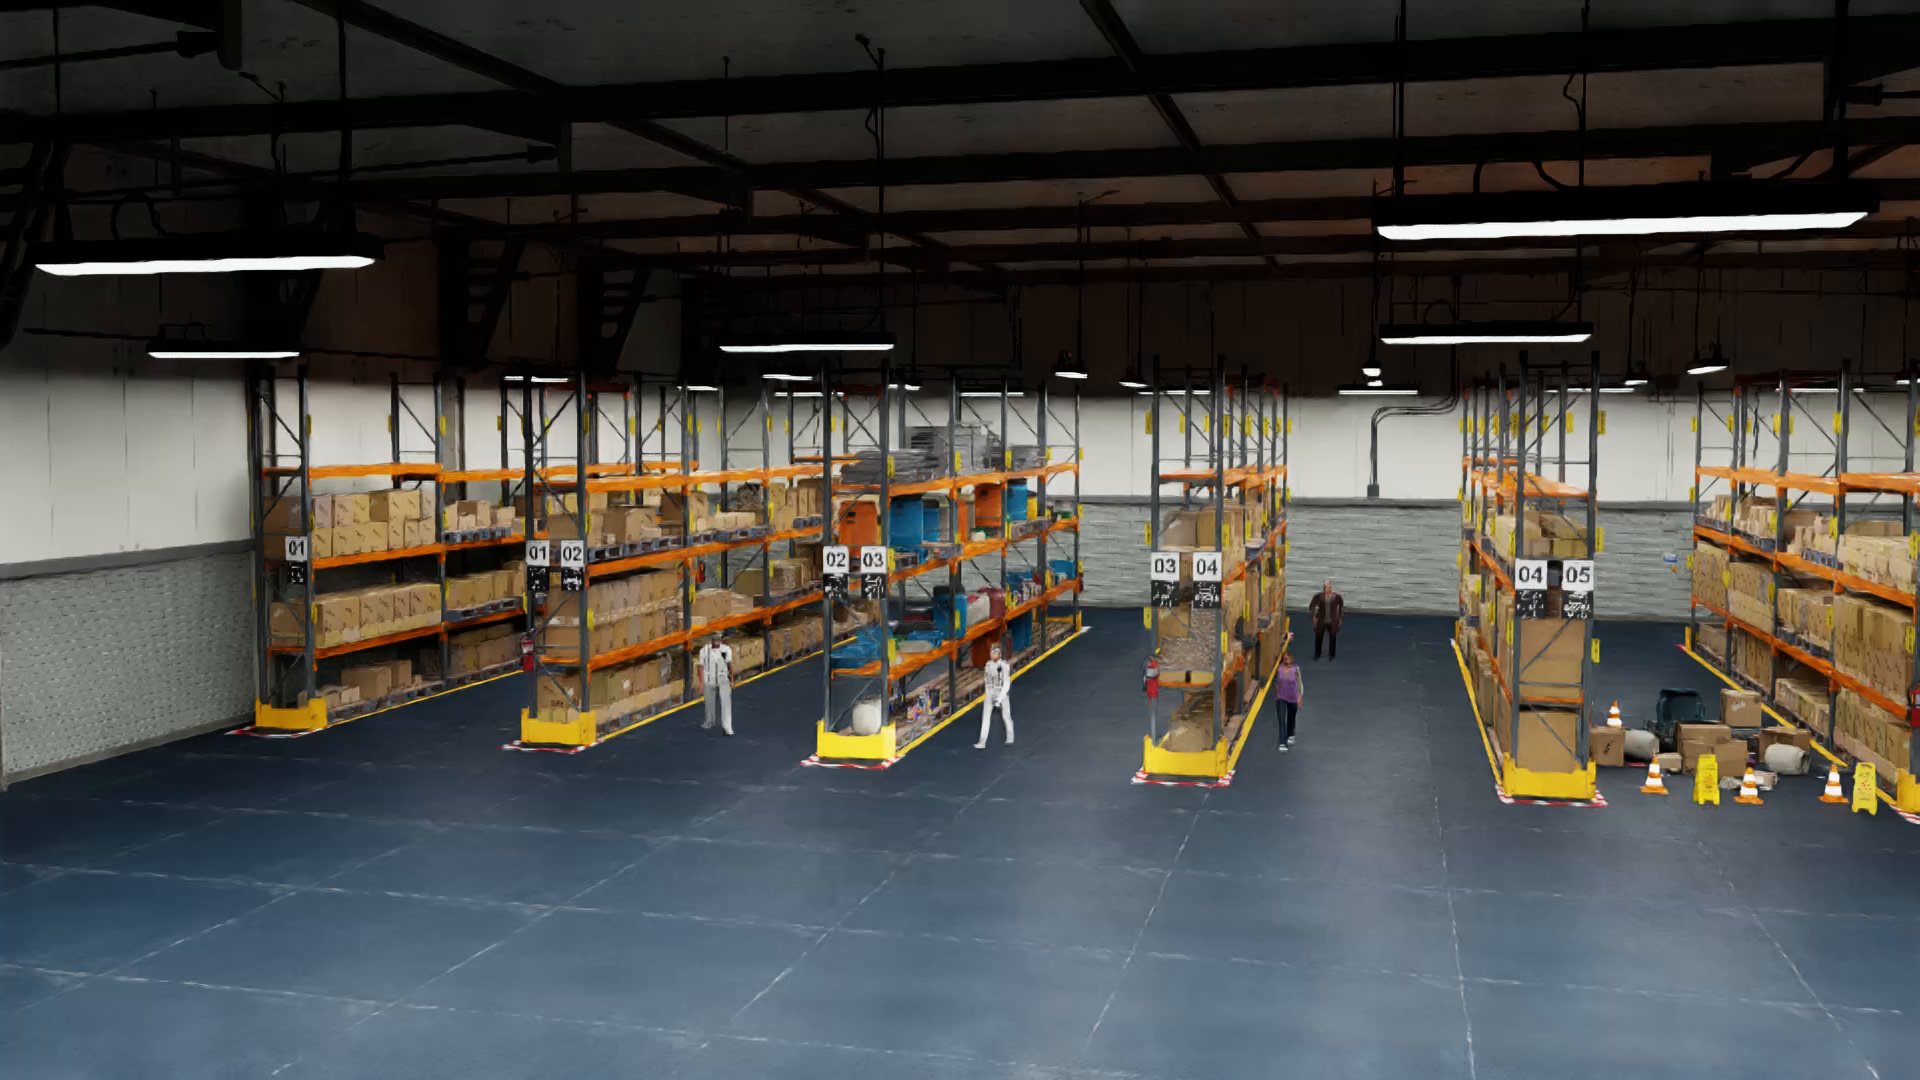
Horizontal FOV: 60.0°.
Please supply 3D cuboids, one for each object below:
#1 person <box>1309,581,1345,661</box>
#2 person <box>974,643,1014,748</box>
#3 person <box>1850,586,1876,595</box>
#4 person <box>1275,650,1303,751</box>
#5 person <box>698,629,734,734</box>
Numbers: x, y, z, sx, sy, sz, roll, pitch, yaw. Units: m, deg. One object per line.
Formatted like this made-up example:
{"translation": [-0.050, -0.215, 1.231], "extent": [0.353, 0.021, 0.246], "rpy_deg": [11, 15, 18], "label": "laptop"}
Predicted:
{"translation": [7.778, 1.710, 35.268], "extent": [0.729, 1.734, 0.546], "rpy_deg": [1, 4, 12], "label": "person"}
{"translation": [0.575, 2.391, 25.818], "extent": [0.482, 1.615, 0.997], "rpy_deg": [2, 4, 23], "label": "person"}
{"translation": [21.522, 1.400, 39.601], "extent": [0.530, 1.786, 0.645], "rpy_deg": [-2, 4, -23], "label": "person"}
{"translation": [5.090, 2.450, 25.723], "extent": [0.429, 1.540, 0.948], "rpy_deg": [1, 4, 13], "label": "person"}
{"translation": [-3.967, 2.288, 27.071], "extent": [0.585, 1.708, 0.976], "rpy_deg": [-1, 4, -8], "label": "person"}
